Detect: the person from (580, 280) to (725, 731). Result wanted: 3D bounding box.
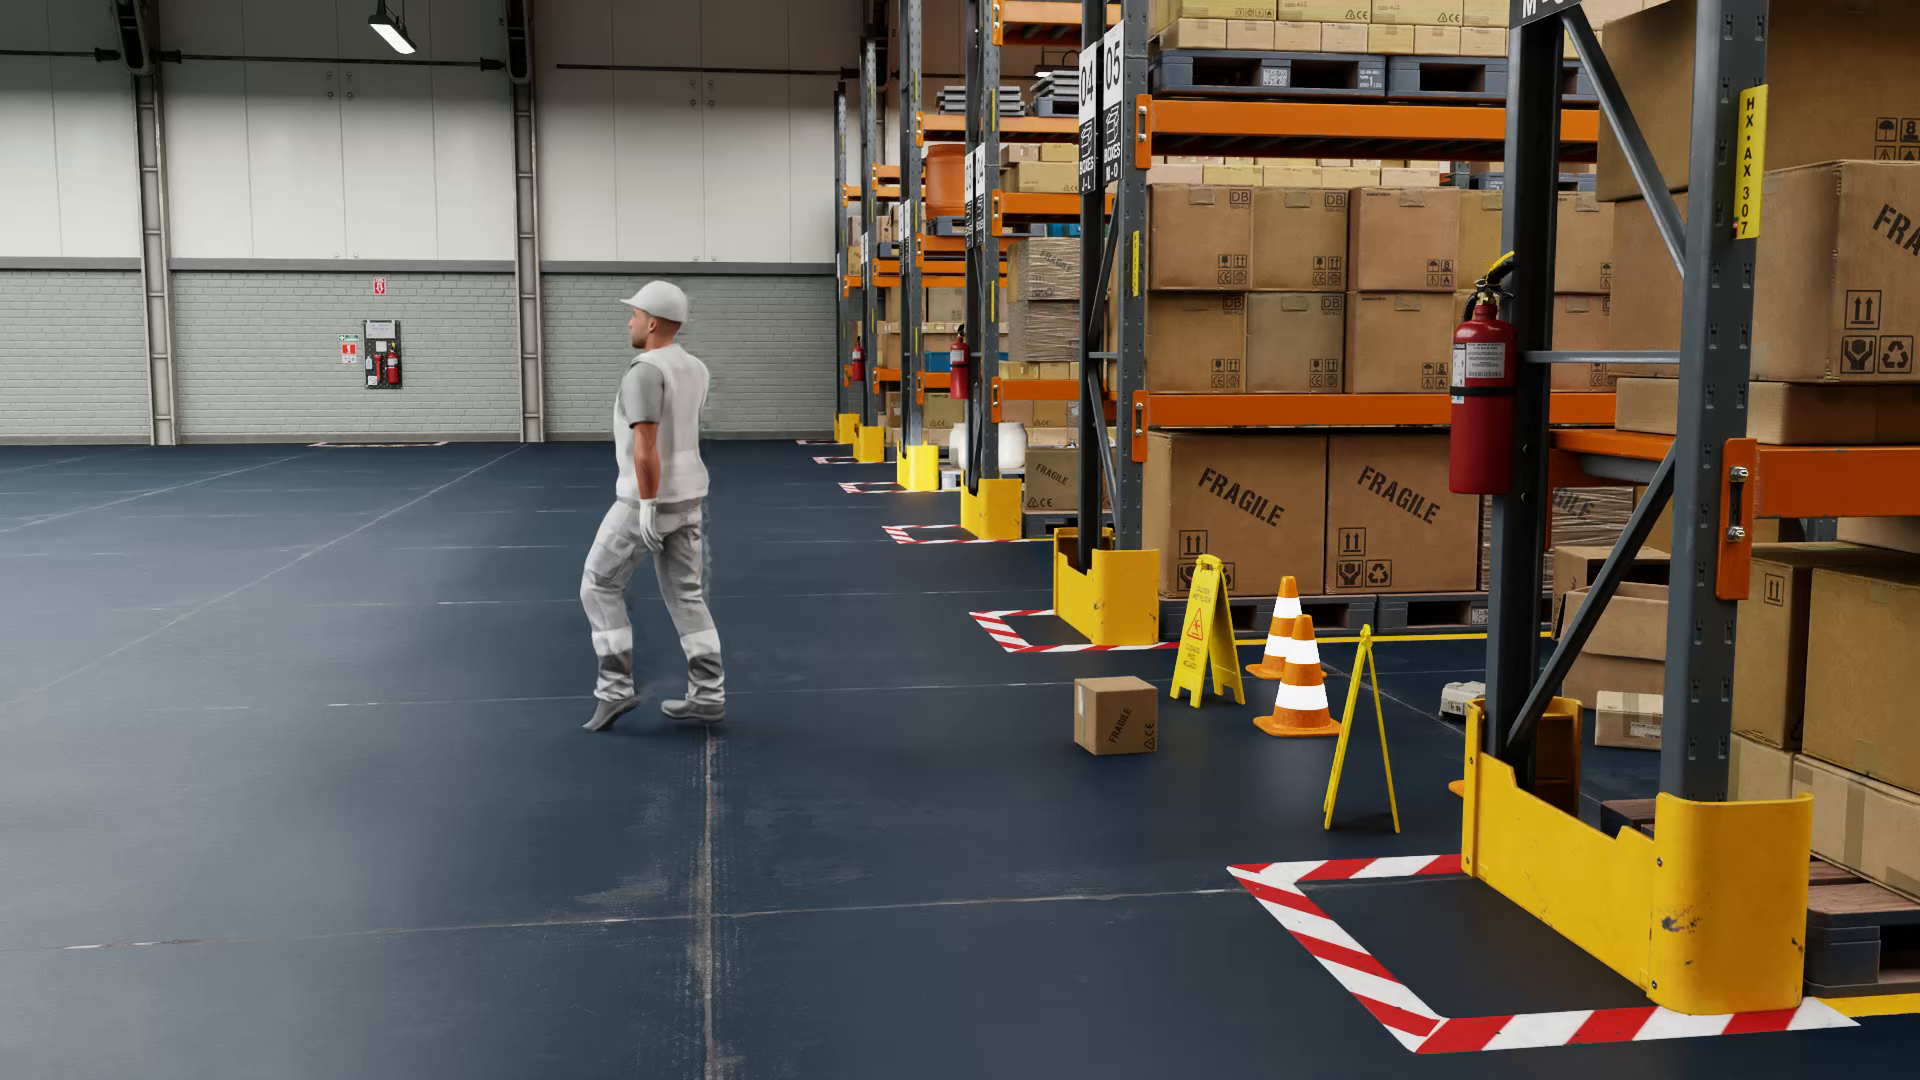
[{"bbox_3d":[-1.244,-0.109,6.704,0.584,1.853,0.540,3,7,24],"label":"person"}]
